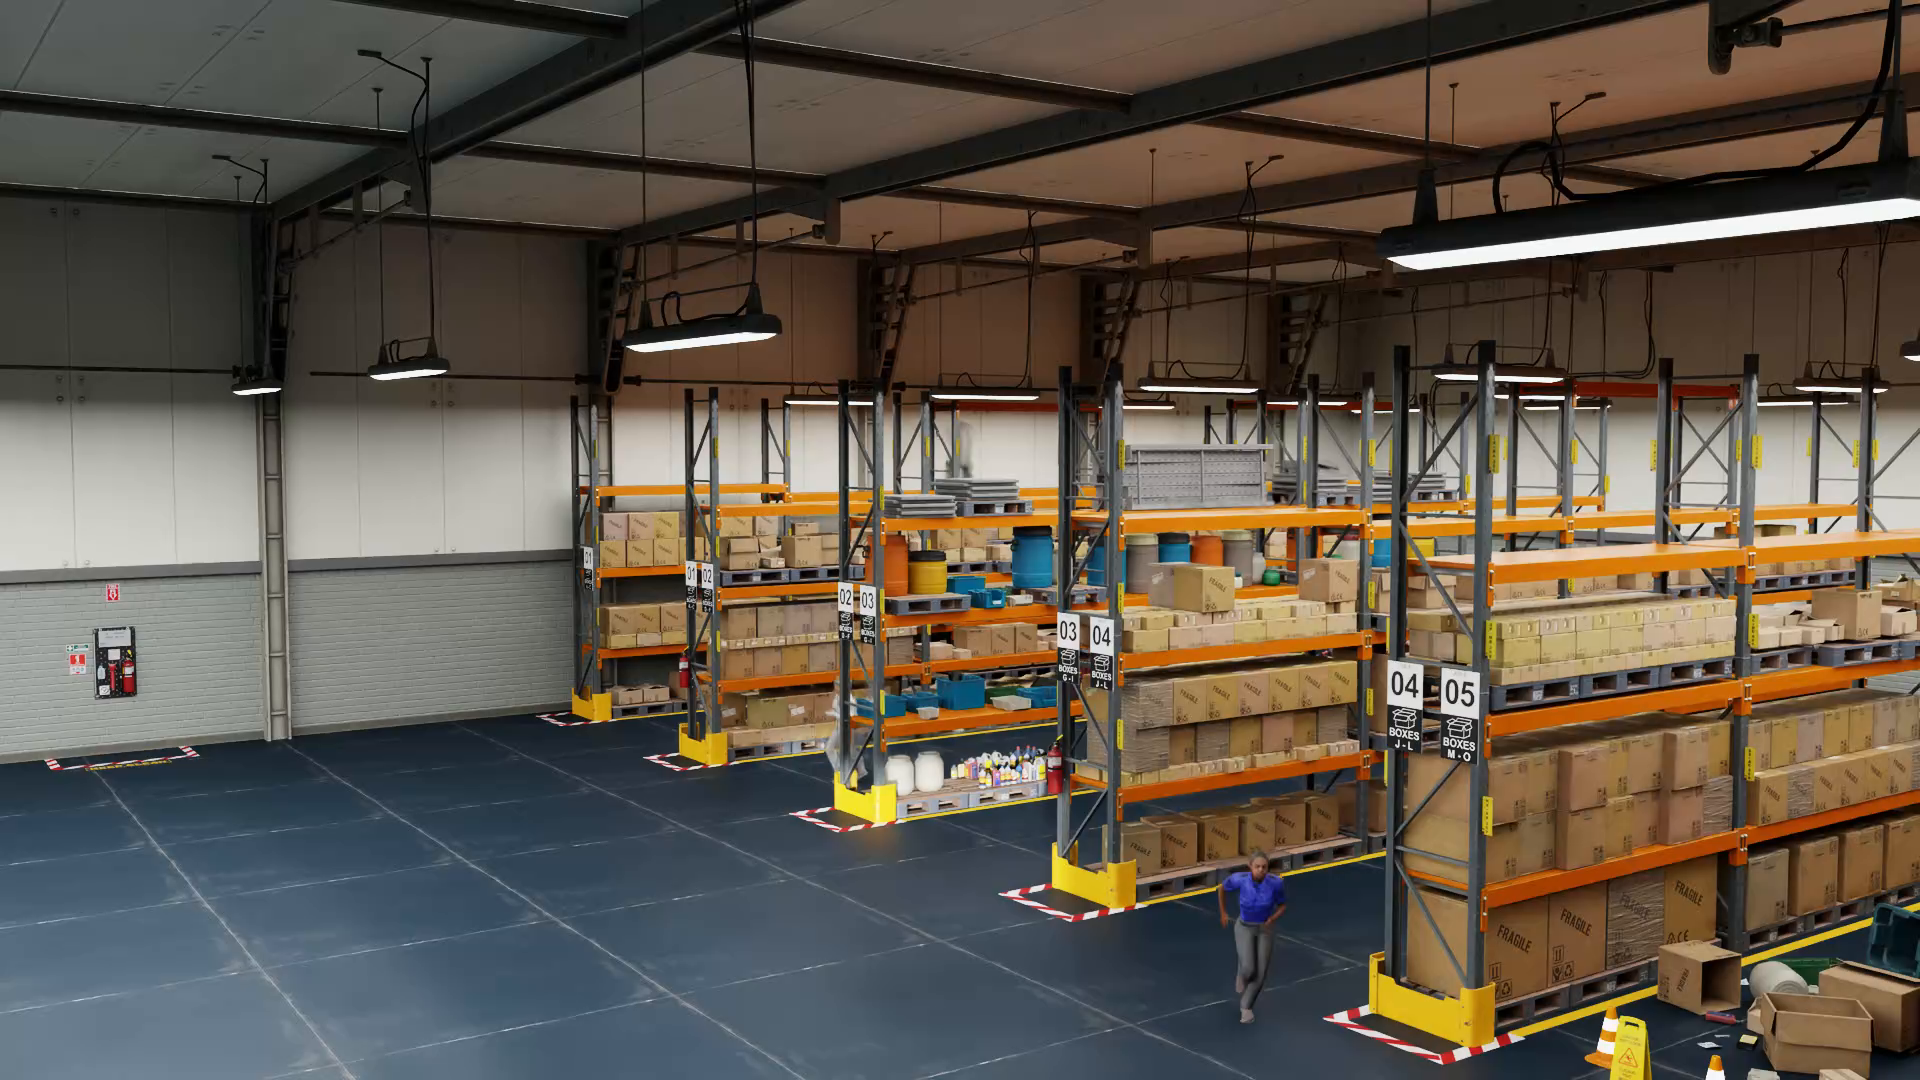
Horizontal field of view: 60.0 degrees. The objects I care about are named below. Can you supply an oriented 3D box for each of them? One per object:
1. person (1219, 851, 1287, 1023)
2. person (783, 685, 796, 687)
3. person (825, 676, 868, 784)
[{"bbox_3d":[2.600,3.503,14.722,0.562,1.583,0.681,0,3,-2],"label":"person"},{"bbox_3d":[-3.053,2.495,30.517,0.678,1.709,0.797,2,4,36],"label":"person"},{"bbox_3d":[-1.681,2.863,24.924,0.773,1.720,0.596,-3,4,-38],"label":"person"}]
